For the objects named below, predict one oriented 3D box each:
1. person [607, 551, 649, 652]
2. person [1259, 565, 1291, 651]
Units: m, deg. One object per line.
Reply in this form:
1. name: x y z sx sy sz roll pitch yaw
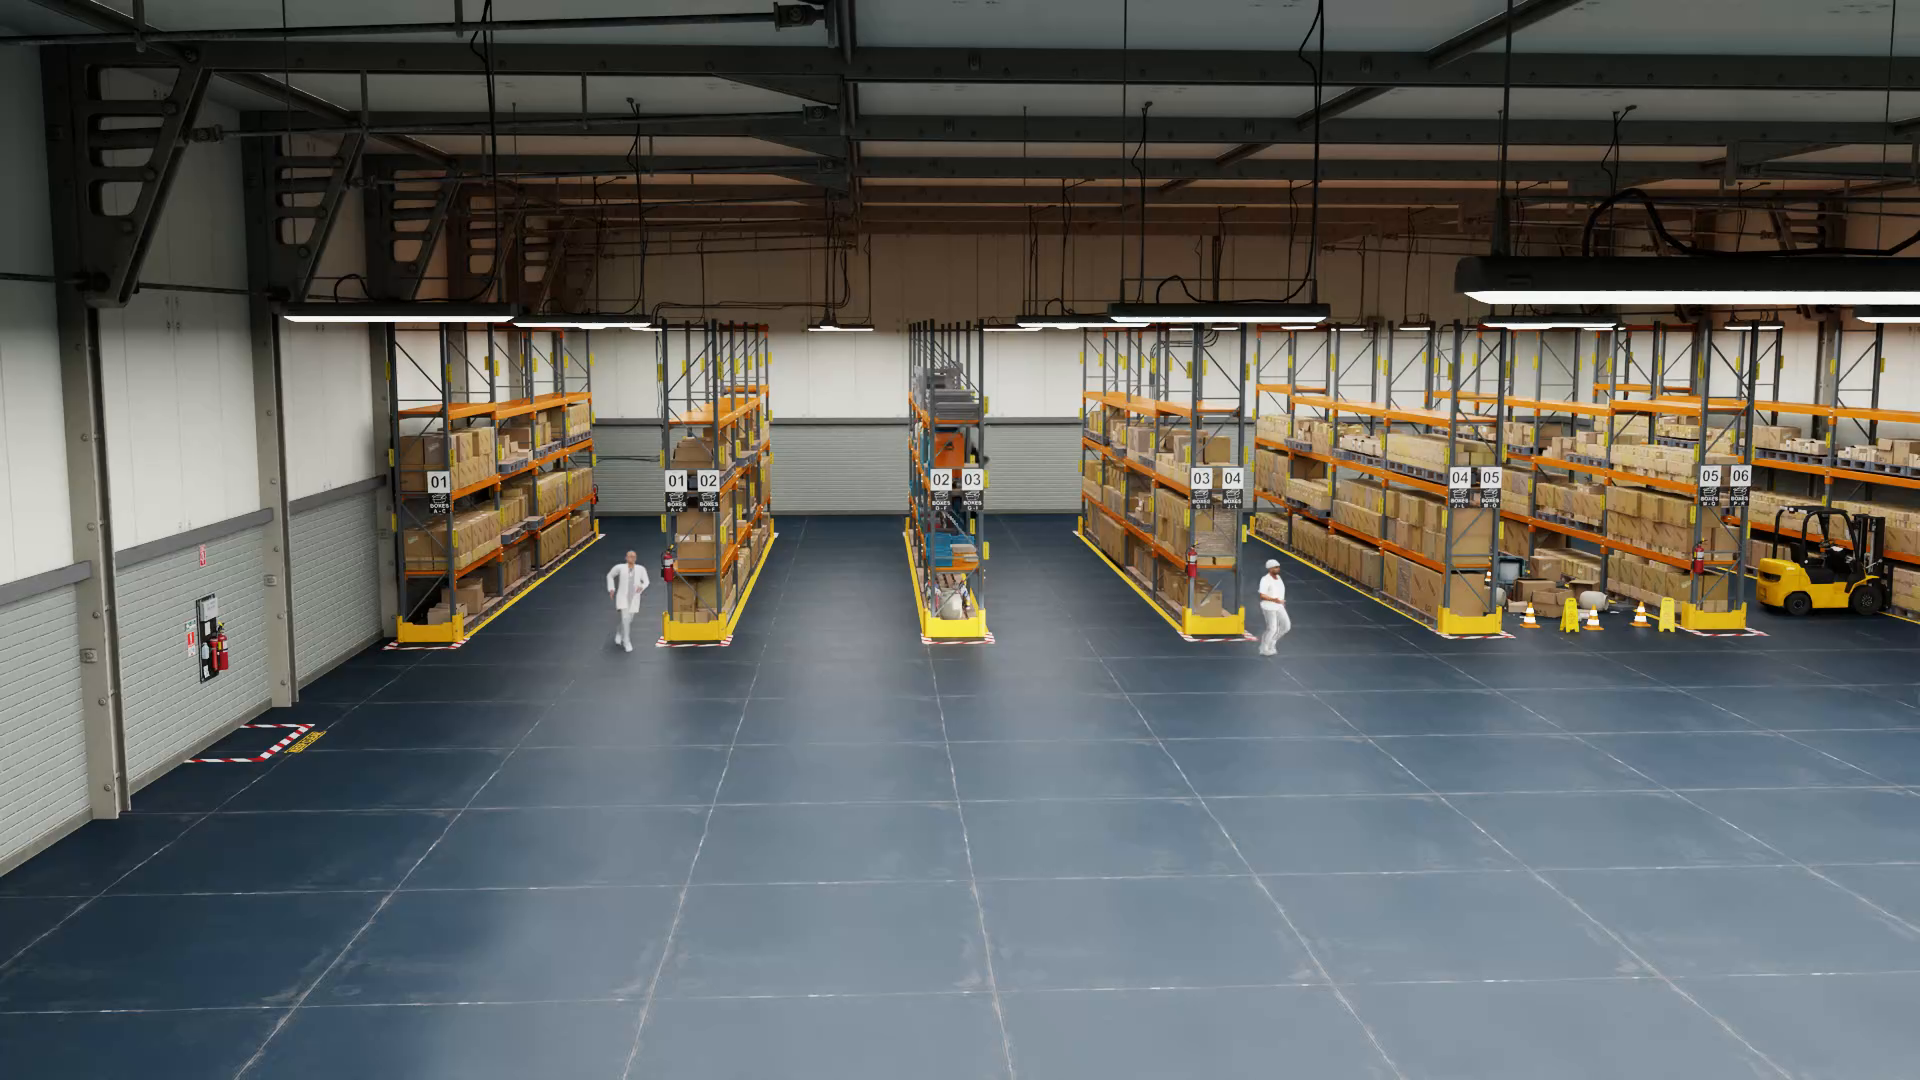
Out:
1. person: -6.041 1.092 30.432 0.730 1.770 0.974 -4 8 -26
2. person: 5.609 1.233 29.601 0.673 1.541 0.621 -7 10 -44
